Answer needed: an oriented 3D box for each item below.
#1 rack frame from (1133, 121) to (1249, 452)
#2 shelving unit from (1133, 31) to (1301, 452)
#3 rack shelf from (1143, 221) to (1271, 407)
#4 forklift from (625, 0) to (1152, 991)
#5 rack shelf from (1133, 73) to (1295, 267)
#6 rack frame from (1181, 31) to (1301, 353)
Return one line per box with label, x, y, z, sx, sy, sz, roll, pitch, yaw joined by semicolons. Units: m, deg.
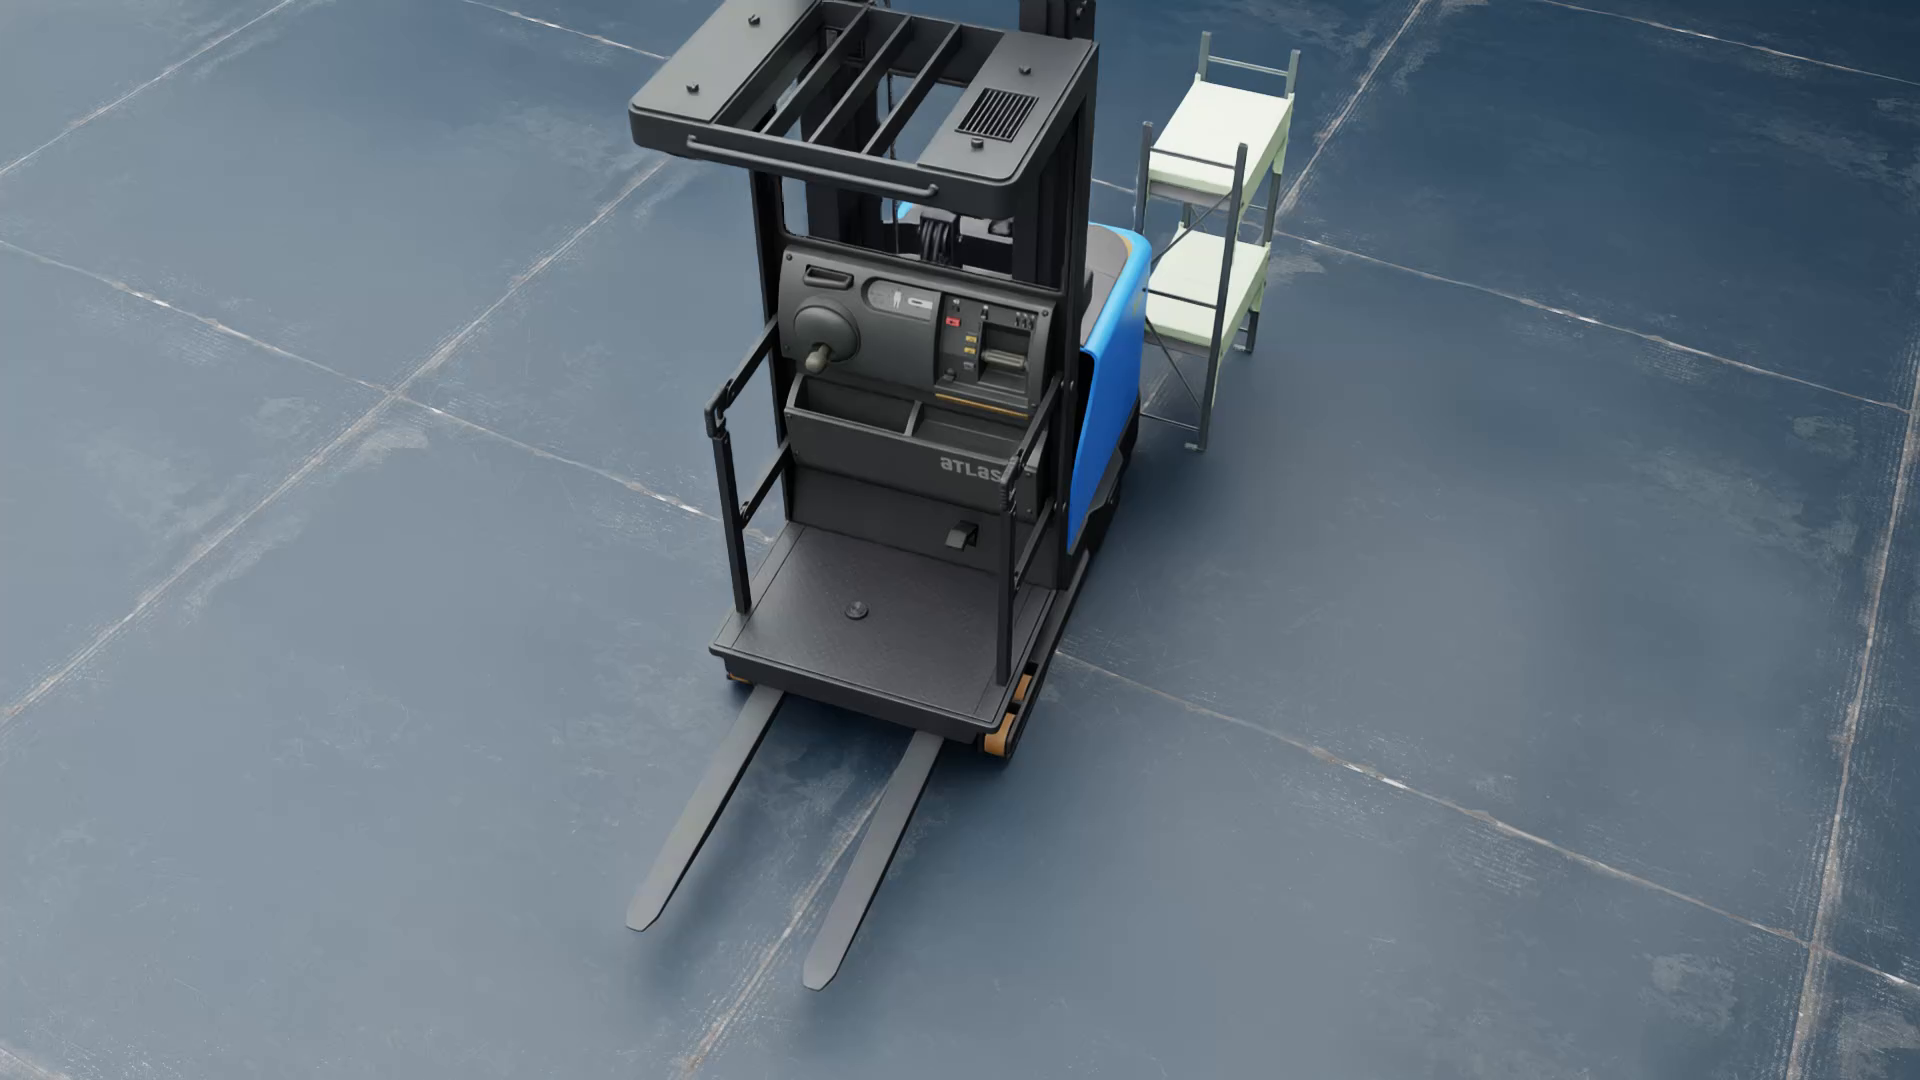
rack frame;0.866;-0.967;6.650;0.400;1.500;0.023;17;48;16
shelving unit;1.010;-1.206;6.887;0.431;1.500;0.755;17;48;16
rack shelf;1.011;-0.977;7.119;0.431;0.370;0.720;17;48;16
forklift;-0.225;-0.589;5.271;1.130;2.935;3.031;14;47;14
rack shelf;1.010;-1.480;6.610;0.431;0.370;0.720;17;48;16
rack frame;1.154;-1.445;7.123;0.400;1.500;0.023;17;48;16
